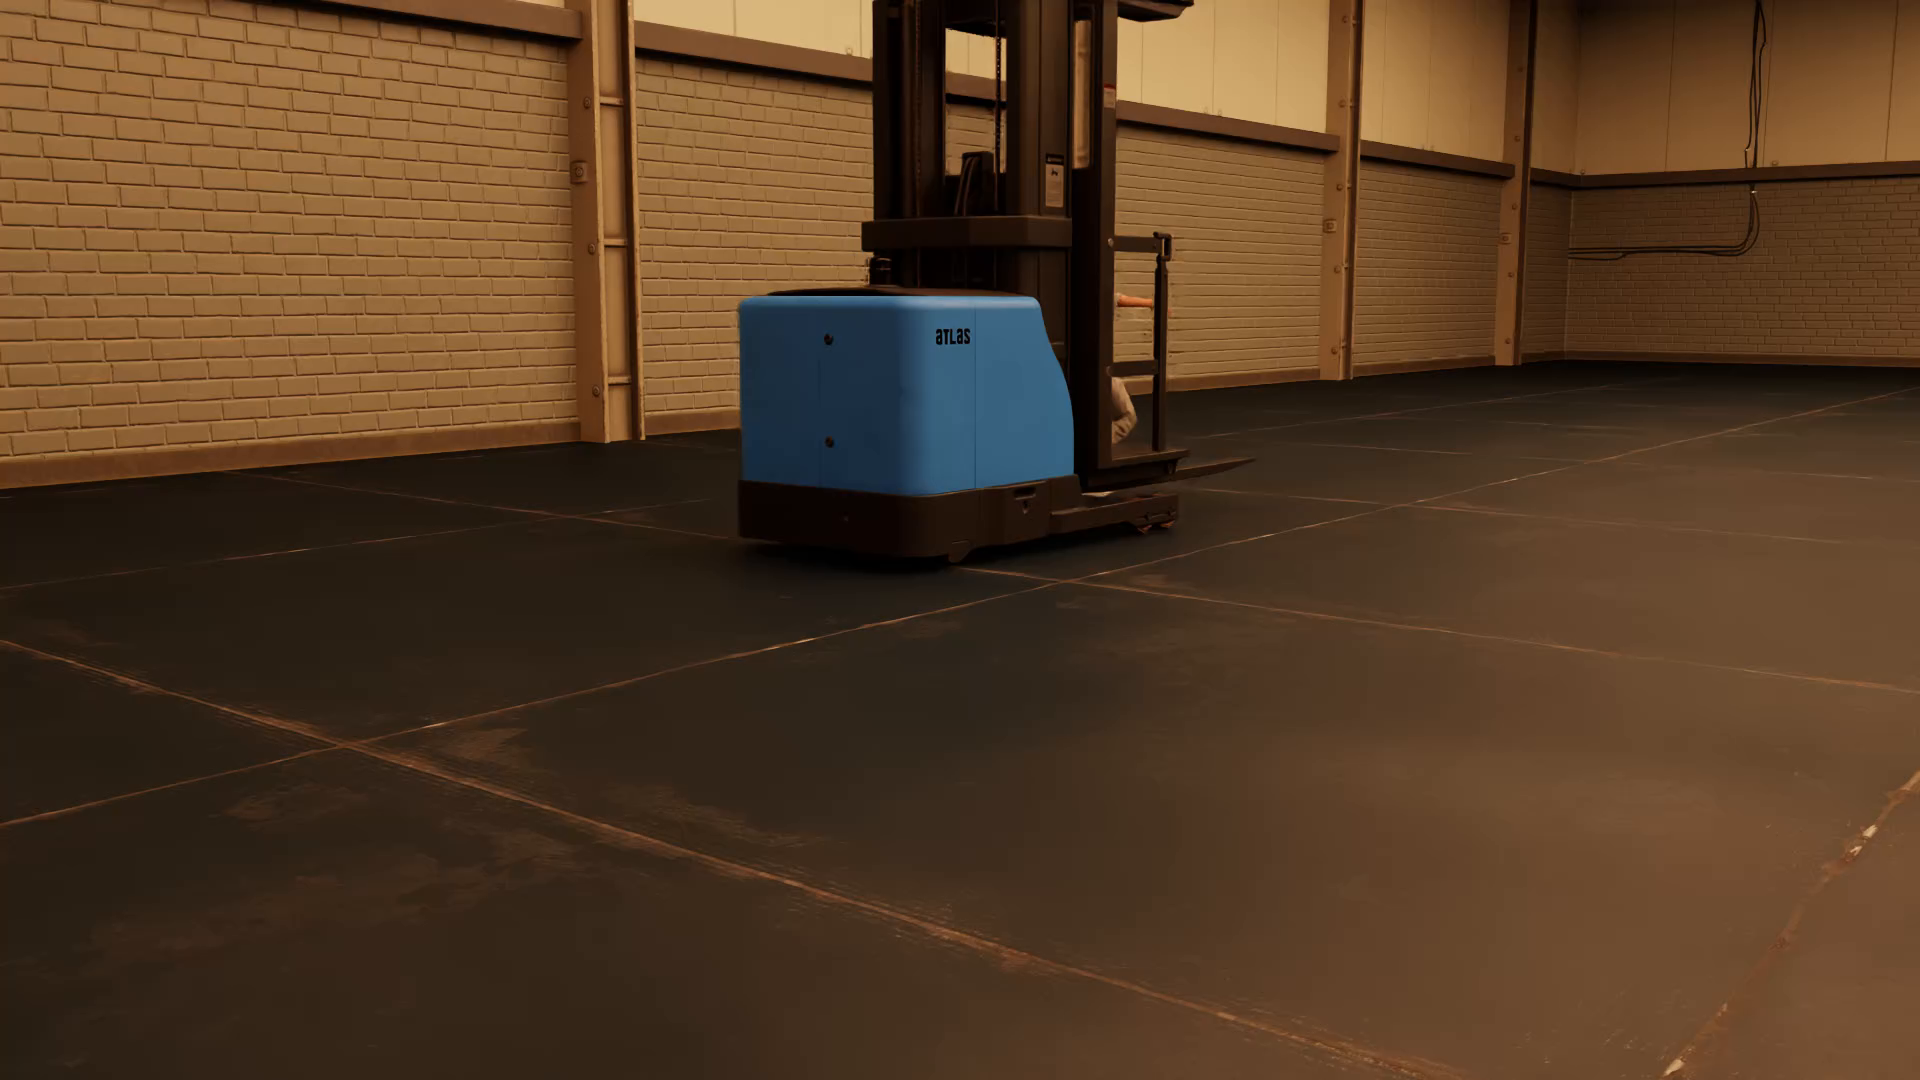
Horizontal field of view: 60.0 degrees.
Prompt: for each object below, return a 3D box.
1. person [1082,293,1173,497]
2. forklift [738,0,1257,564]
[{"bbox_3d":[0.668,-0.912,8.802,0.921,1.386,0.660,7,11,38],"label":"person"},{"bbox_3d":[0.373,-1.522,7.685,1.130,2.935,3.031,7,11,38],"label":"forklift"}]
